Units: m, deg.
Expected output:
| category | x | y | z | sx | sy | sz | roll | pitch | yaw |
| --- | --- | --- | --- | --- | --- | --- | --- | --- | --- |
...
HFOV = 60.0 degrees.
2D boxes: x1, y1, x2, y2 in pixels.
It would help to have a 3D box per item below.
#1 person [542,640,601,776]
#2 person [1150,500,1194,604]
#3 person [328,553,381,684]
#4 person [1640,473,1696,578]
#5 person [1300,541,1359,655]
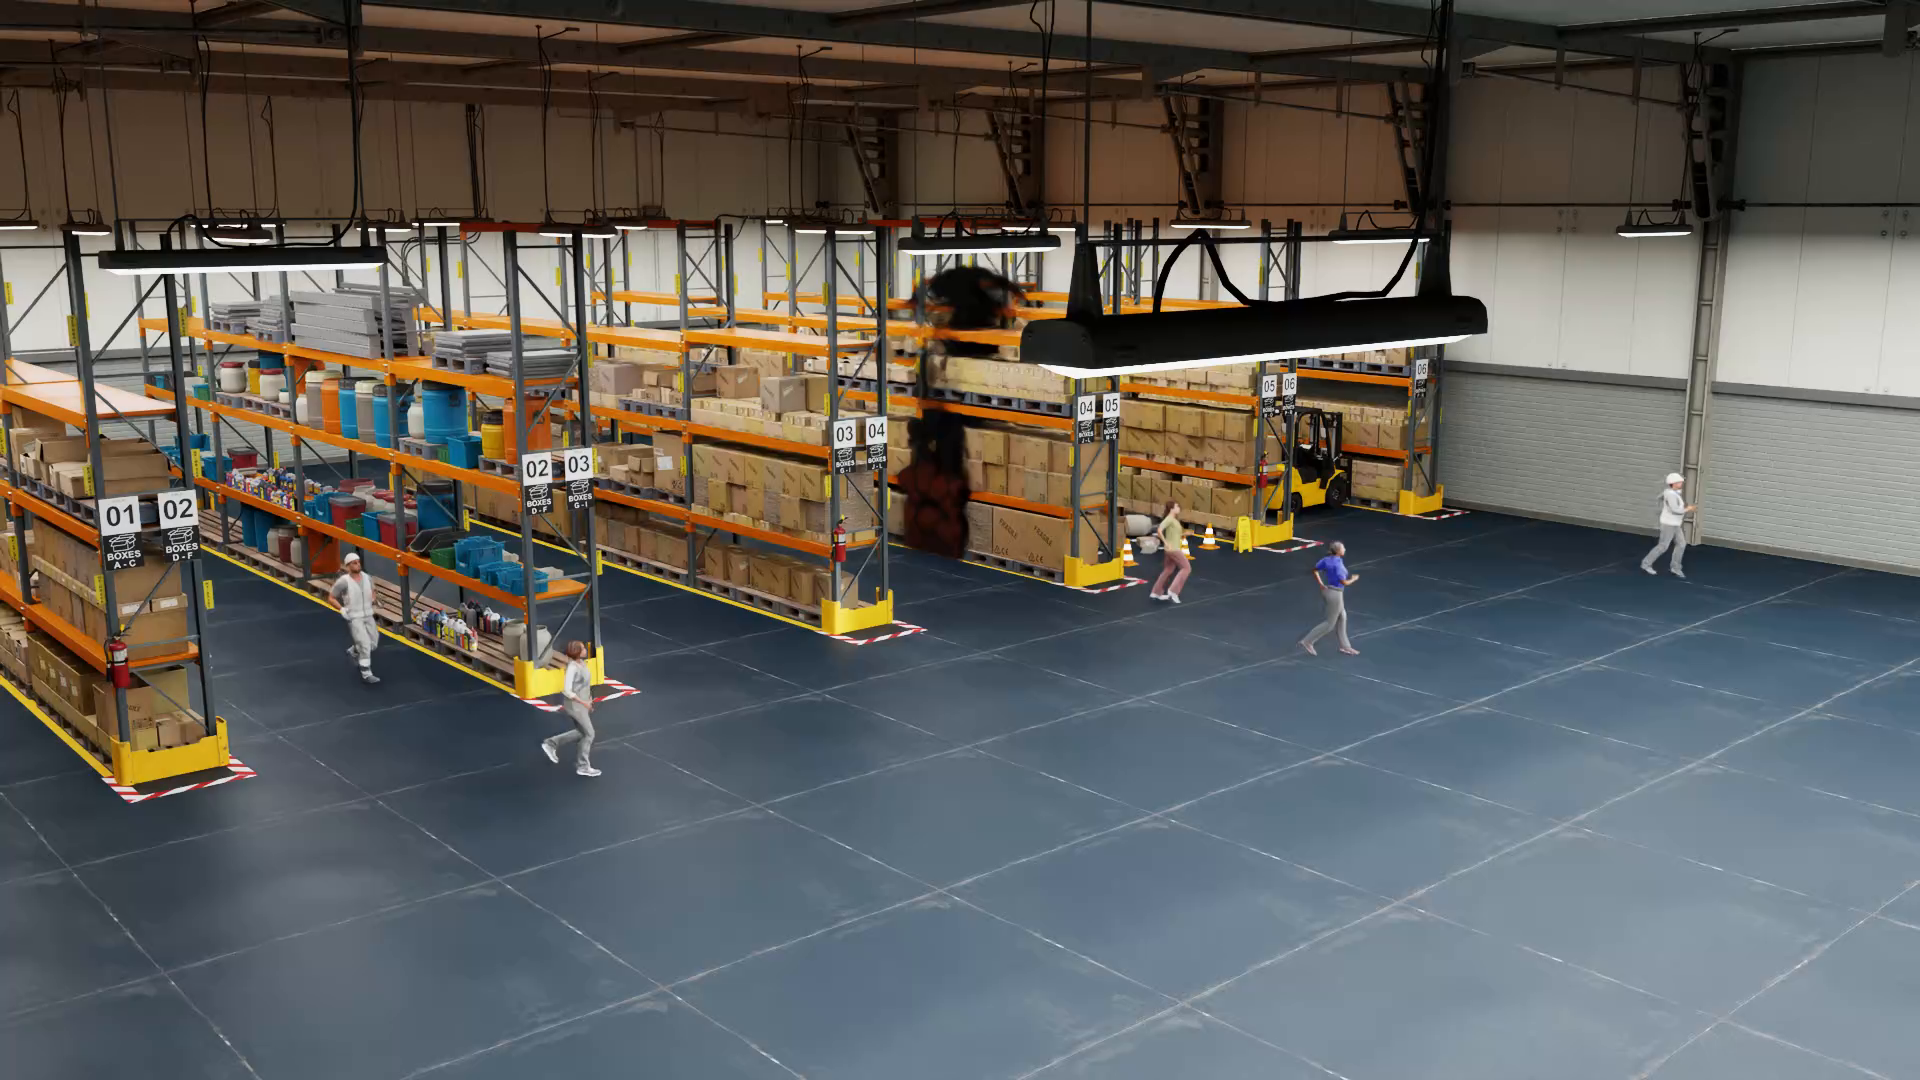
| category | x | y | z | sx | sy | sz | roll | pitch | yaw |
| --- | --- | --- | --- | --- | --- | --- | --- | --- | --- |
| person | -4.372 | 1.892 | 18.592 | 0.646 | 1.566 | 0.536 | -1 | 11 | -6 |
| person | 3.416 | 0.186 | 26.732 | 0.685 | 1.684 | 0.554 | 1 | 11 | 3 |
| person | -8.099 | 1.036 | 22.331 | 0.780 | 1.747 | 0.663 | 8 | 14 | 35 |
| person | 12.179 | -0.236 | 28.553 | 0.808 | 1.847 | 0.645 | 6 | 13 | 27 |
| person | 5.246 | 0.837 | 23.463 | 0.900 | 1.649 | 0.604 | -2 | 12 | -8 |
